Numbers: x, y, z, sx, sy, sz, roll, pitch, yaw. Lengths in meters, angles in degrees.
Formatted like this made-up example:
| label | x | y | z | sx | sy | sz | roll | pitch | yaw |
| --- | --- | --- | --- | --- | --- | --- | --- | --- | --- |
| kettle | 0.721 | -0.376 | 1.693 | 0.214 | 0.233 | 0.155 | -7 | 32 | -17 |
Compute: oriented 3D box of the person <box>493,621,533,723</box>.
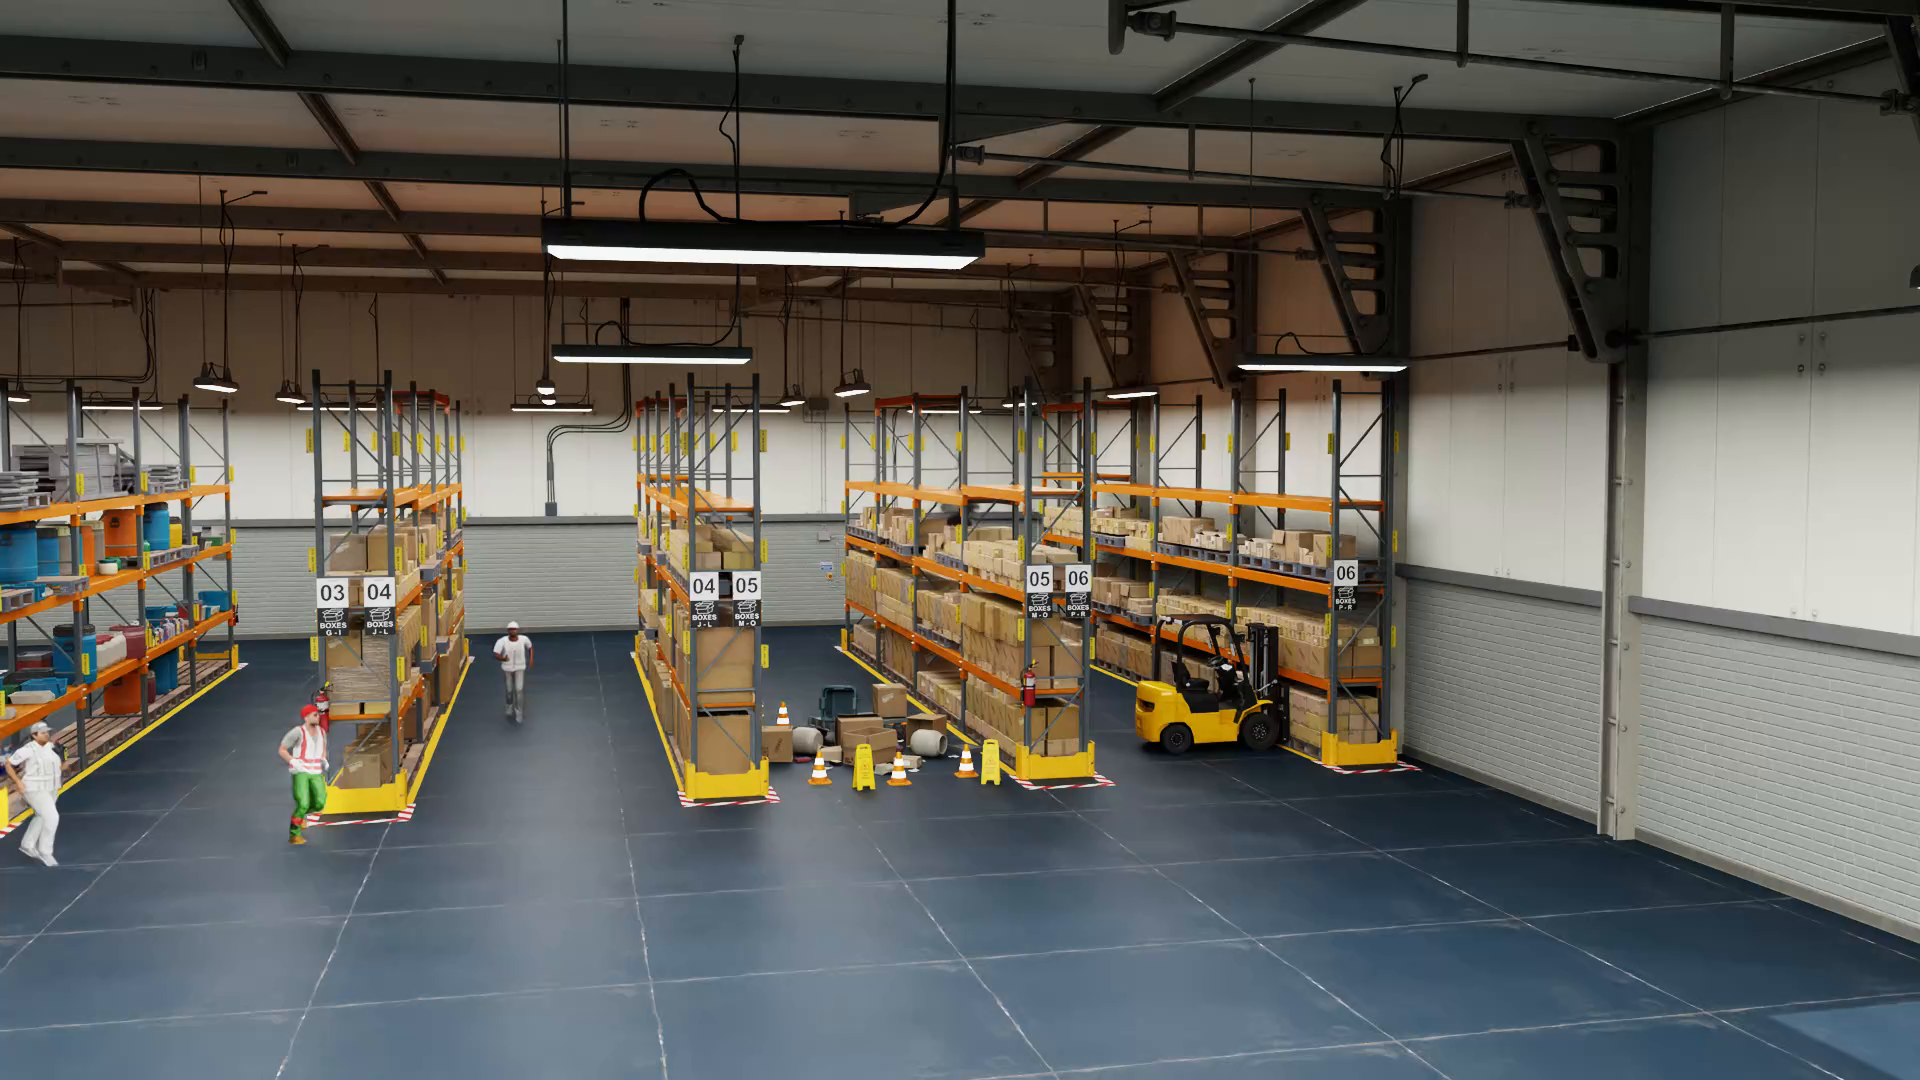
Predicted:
| label | x | y | z | sx | sy | sz | roll | pitch | yaw |
| --- | --- | --- | --- | --- | --- | --- | --- | --- | --- |
| person | -8.099 | 2.374 | 30.183 | 0.720 | 1.810 | 0.841 | -1 | 3 | -18 |

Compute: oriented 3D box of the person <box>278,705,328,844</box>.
| label | x | y | z | sx | sy | sz | roll | pitch | yaw |
| --- | --- | --- | --- | --- | --- | --- | --- | --- | --- |
| person | -8.300 | 2.939 | 21.101 | 0.580 | 1.705 | 0.667 | 2 | 4 | 36 |

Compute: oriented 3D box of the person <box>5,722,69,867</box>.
| label | x | y | z | sx | sy | sz | roll | pitch | yaw |
| --- | --- | --- | --- | --- | --- | --- | --- | --- | --- |
| person | -10.960 | 3.034 | 19.841 | 0.726 | 1.729 | 0.575 | 0 | 3 | 9 |
